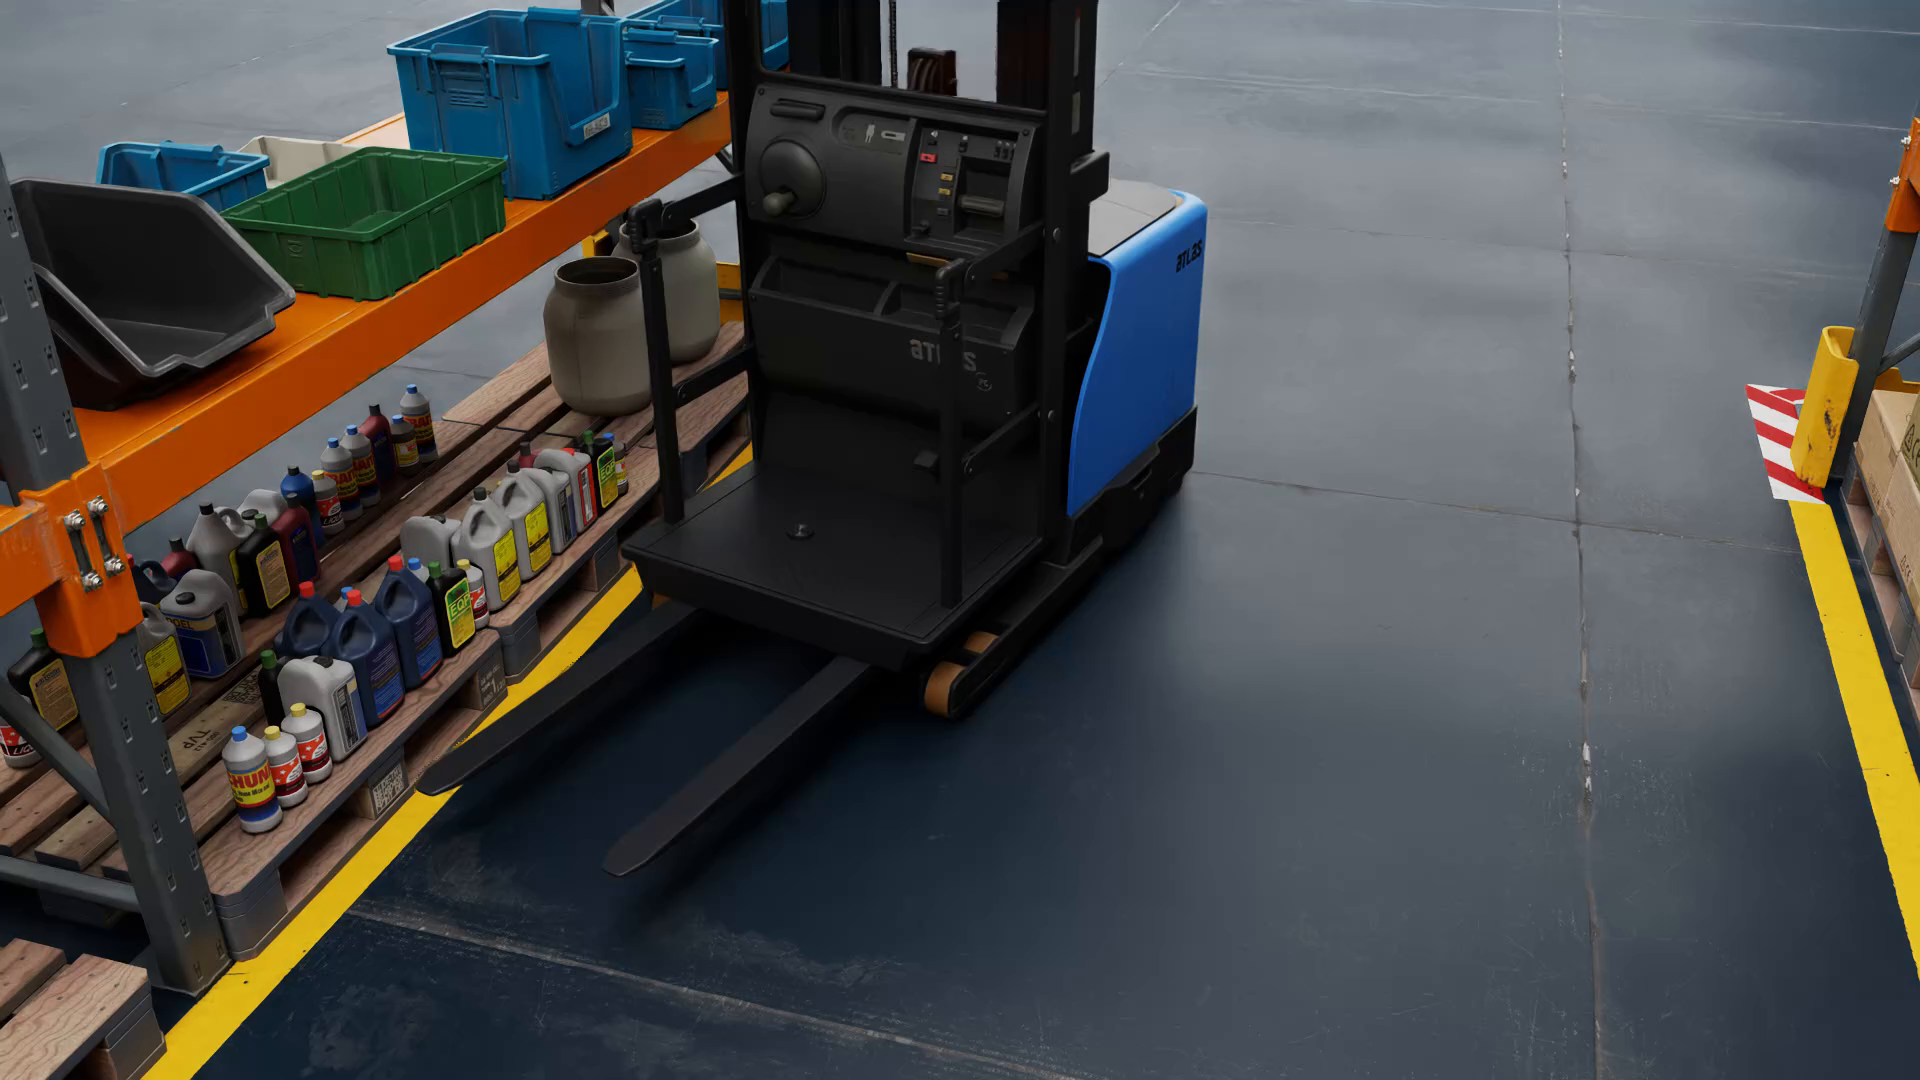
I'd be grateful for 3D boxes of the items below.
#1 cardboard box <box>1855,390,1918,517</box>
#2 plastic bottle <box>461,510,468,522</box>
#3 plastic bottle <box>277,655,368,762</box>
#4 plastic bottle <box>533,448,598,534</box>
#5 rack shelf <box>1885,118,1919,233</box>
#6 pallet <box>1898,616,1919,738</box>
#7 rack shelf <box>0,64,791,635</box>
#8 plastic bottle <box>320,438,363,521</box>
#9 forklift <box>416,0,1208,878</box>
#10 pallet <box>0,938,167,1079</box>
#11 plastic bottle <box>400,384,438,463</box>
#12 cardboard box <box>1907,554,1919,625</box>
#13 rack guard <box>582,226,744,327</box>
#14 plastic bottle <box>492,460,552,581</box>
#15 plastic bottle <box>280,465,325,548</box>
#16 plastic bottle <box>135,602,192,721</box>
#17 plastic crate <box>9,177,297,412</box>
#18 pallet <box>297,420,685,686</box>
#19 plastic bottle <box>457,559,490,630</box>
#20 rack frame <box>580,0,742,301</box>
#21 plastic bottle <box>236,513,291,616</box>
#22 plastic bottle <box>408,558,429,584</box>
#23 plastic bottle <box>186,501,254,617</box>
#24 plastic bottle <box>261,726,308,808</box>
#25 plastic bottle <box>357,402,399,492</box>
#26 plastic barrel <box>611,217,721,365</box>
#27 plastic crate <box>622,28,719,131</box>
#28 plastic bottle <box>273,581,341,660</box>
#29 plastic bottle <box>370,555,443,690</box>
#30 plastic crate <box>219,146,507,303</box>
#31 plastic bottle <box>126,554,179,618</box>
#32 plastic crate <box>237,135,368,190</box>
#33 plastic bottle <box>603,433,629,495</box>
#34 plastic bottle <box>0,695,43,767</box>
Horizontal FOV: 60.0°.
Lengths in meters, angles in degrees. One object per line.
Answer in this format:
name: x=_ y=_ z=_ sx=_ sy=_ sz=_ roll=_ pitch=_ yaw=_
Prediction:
cardboard box: x=3.318 y=-0.262 z=5.532 sx=0.500 sy=0.250 sz=0.500 roll=8 pitch=30 yaw=15
plastic bottle: x=-1.480 y=-0.001 z=5.093 sx=0.097 sy=0.201 sz=0.097 roll=0 pitch=29 yaw=0
plastic bottle: x=-1.638 y=0.411 z=4.275 sx=0.152 sy=0.276 sz=0.135 roll=10 pitch=30 yaw=17
plastic bottle: x=-1.266 y=-0.179 z=5.335 sx=0.152 sy=0.276 sz=0.135 roll=9 pitch=30 yaw=15
rack shelf: x=3.101 y=-0.254 z=3.861 sx=1.077 sy=0.370 sz=4.000 roll=8 pitch=30 yaw=15
pallet: x=3.144 y=0.647 z=4.369 sx=1.003 sy=0.211 sz=1.213 roll=8 pitch=30 yaw=15
rack shelf: x=-1.633 y=-0.962 z=5.135 sx=1.077 sy=0.370 sz=4.000 roll=8 pitch=30 yaw=15
plastic bottle: x=-2.006 y=-0.202 z=5.382 sx=0.097 sy=0.271 sz=0.097 roll=0 pitch=29 yaw=0
forklift: x=-0.319 y=-1.018 z=4.564 sx=1.130 sy=2.935 sz=3.031 roll=16 pitch=33 yaw=26
pallet: x=-2.413 y=1.242 z=3.301 sx=1.003 sy=0.211 sz=1.213 roll=8 pitch=30 yaw=15
plastic bottle: x=-1.876 y=-0.408 z=5.752 sx=0.097 sy=0.271 sz=0.097 roll=0 pitch=29 yaw=0
cardboard box: x=3.028 y=0.203 z=4.696 sx=0.500 sy=0.250 sz=0.500 roll=8 pitch=30 yaw=15
rack guard: x=-1.023 y=-1.072 z=7.163 sx=1.175 sy=0.500 sz=0.348 roll=8 pitch=30 yaw=15
plastic bottle: x=-1.351 y=-0.070 z=5.062 sx=0.144 sy=0.351 sz=0.185 roll=10 pitch=31 yaw=17
plastic bottle: x=-2.065 y=-0.108 z=5.213 sx=0.097 sy=0.271 sz=0.097 roll=0 pitch=29 yaw=0
plastic bottle: x=-2.168 y=0.298 z=4.401 sx=0.144 sy=0.351 sz=0.185 roll=8 pitch=30 yaw=15
plastic crate: x=-1.944 y=-0.545 z=3.709 sx=0.767 sy=0.338 sz=0.504 roll=8 pitch=30 yaw=15
pallet: x=-1.627 y=-0.004 z=5.540 sx=1.003 sy=0.211 sz=1.213 roll=8 pitch=30 yaw=15
plastic bottle: x=-1.425 y=0.151 z=4.818 sx=0.097 sy=0.201 sz=0.097 roll=0 pitch=29 yaw=0
rack frame: x=-1.046 y=-2.206 z=6.630 sx=1.000 sy=3.000 sz=0.127 roll=8 pitch=30 yaw=15
plastic bottle: x=-2.050 y=0.070 z=4.880 sx=0.061 sy=0.283 sz=0.133 roll=8 pitch=30 yaw=15
plastic bottle: x=-1.523 y=0.175 z=4.703 sx=0.097 sy=0.271 sz=0.097 roll=0 pitch=29 yaw=0
plastic bottle: x=-2.155 y=0.038 z=4.868 sx=0.144 sy=0.351 sz=0.185 roll=8 pitch=30 yaw=15
plastic bottle: x=-1.677 y=0.550 z=4.101 sx=0.097 sy=0.201 sz=0.097 roll=0 pitch=29 yaw=0
plastic bottle: x=-1.960 y=-0.311 z=5.565 sx=0.061 sy=0.283 sz=0.133 roll=9 pitch=30 yaw=16
plastic barrel: x=-1.166 y=-0.986 z=6.564 sx=0.421 sy=0.512 sz=0.421 roll=0 pitch=29 yaw=0
plastic crate: x=-1.103 y=-1.565 z=5.631 sx=0.499 sy=0.251 sz=0.408 roll=8 pitch=30 yaw=15
plastic bottle: x=-1.724 y=0.281 z=4.431 sx=0.144 sy=0.351 sz=0.185 roll=8 pitch=30 yaw=15
plastic bottle: x=-1.531 y=0.214 z=4.551 sx=0.144 sy=0.351 sz=0.185 roll=7 pitch=30 yaw=13
plastic crate: x=-1.551 y=-0.845 z=4.402 sx=0.450 sy=0.188 sz=0.662 roll=8 pitch=30 yaw=15
plastic bottle: x=-2.250 y=0.188 z=4.598 sx=0.144 sy=0.351 sz=0.185 roll=7 pitch=30 yaw=12
plastic crate: x=-1.985 y=-1.023 z=4.774 sx=0.530 sy=0.136 sz=0.437 roll=8 pitch=30 yaw=15
plastic bottle: x=-1.166 y=-0.260 z=5.557 sx=0.097 sy=0.201 sz=0.097 roll=0 pitch=29 yaw=0
plastic bottle: x=-2.411 y=0.470 z=4.245 sx=0.097 sy=0.201 sz=0.097 roll=0 pitch=29 yaw=0
